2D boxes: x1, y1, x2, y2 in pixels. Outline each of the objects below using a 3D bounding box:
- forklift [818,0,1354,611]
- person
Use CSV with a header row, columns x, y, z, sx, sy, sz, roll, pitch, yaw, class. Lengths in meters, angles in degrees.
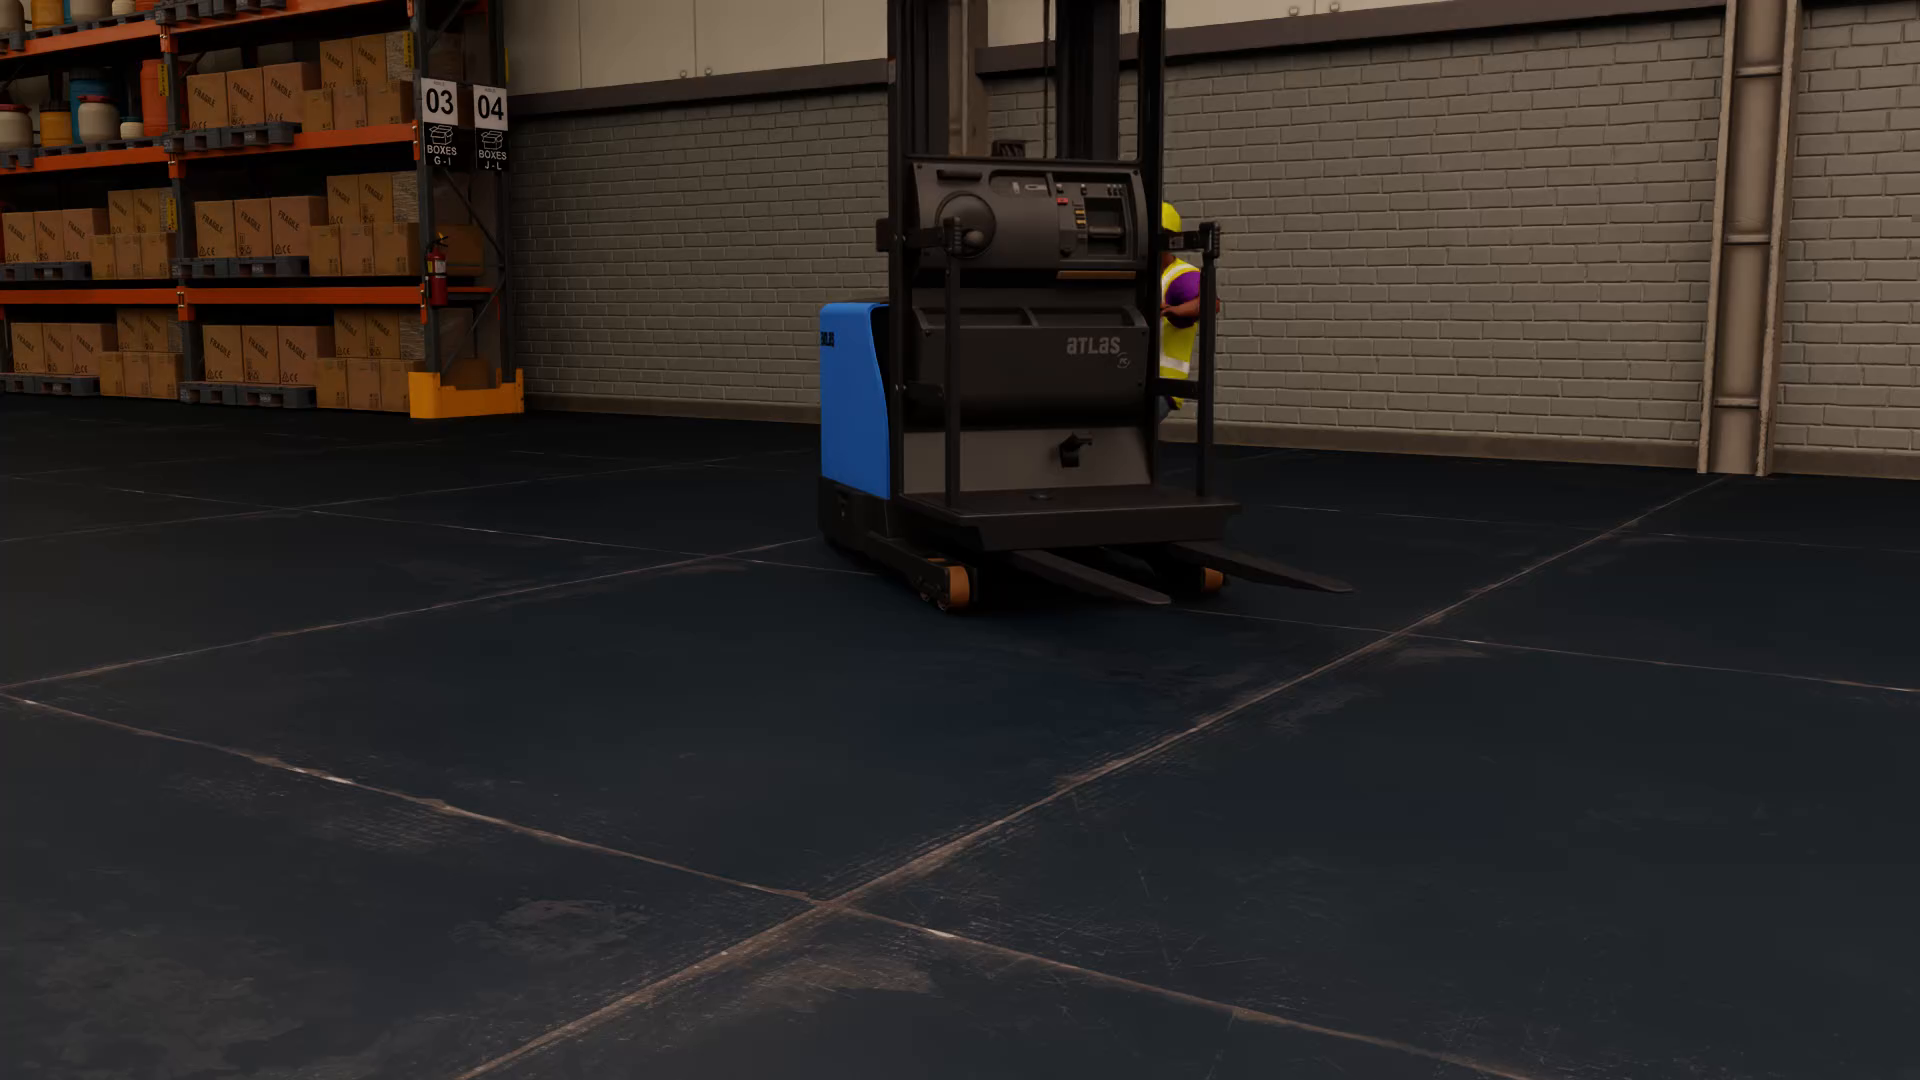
x,y,z,sx,sy,sz,roll,pitch,yaw,class
0.348,-1.265,6.087,1.130,2.935,3.031,-3,9,-20,forklift
0.642,-0.738,7.403,1.108,1.532,0.874,8,11,43,person
